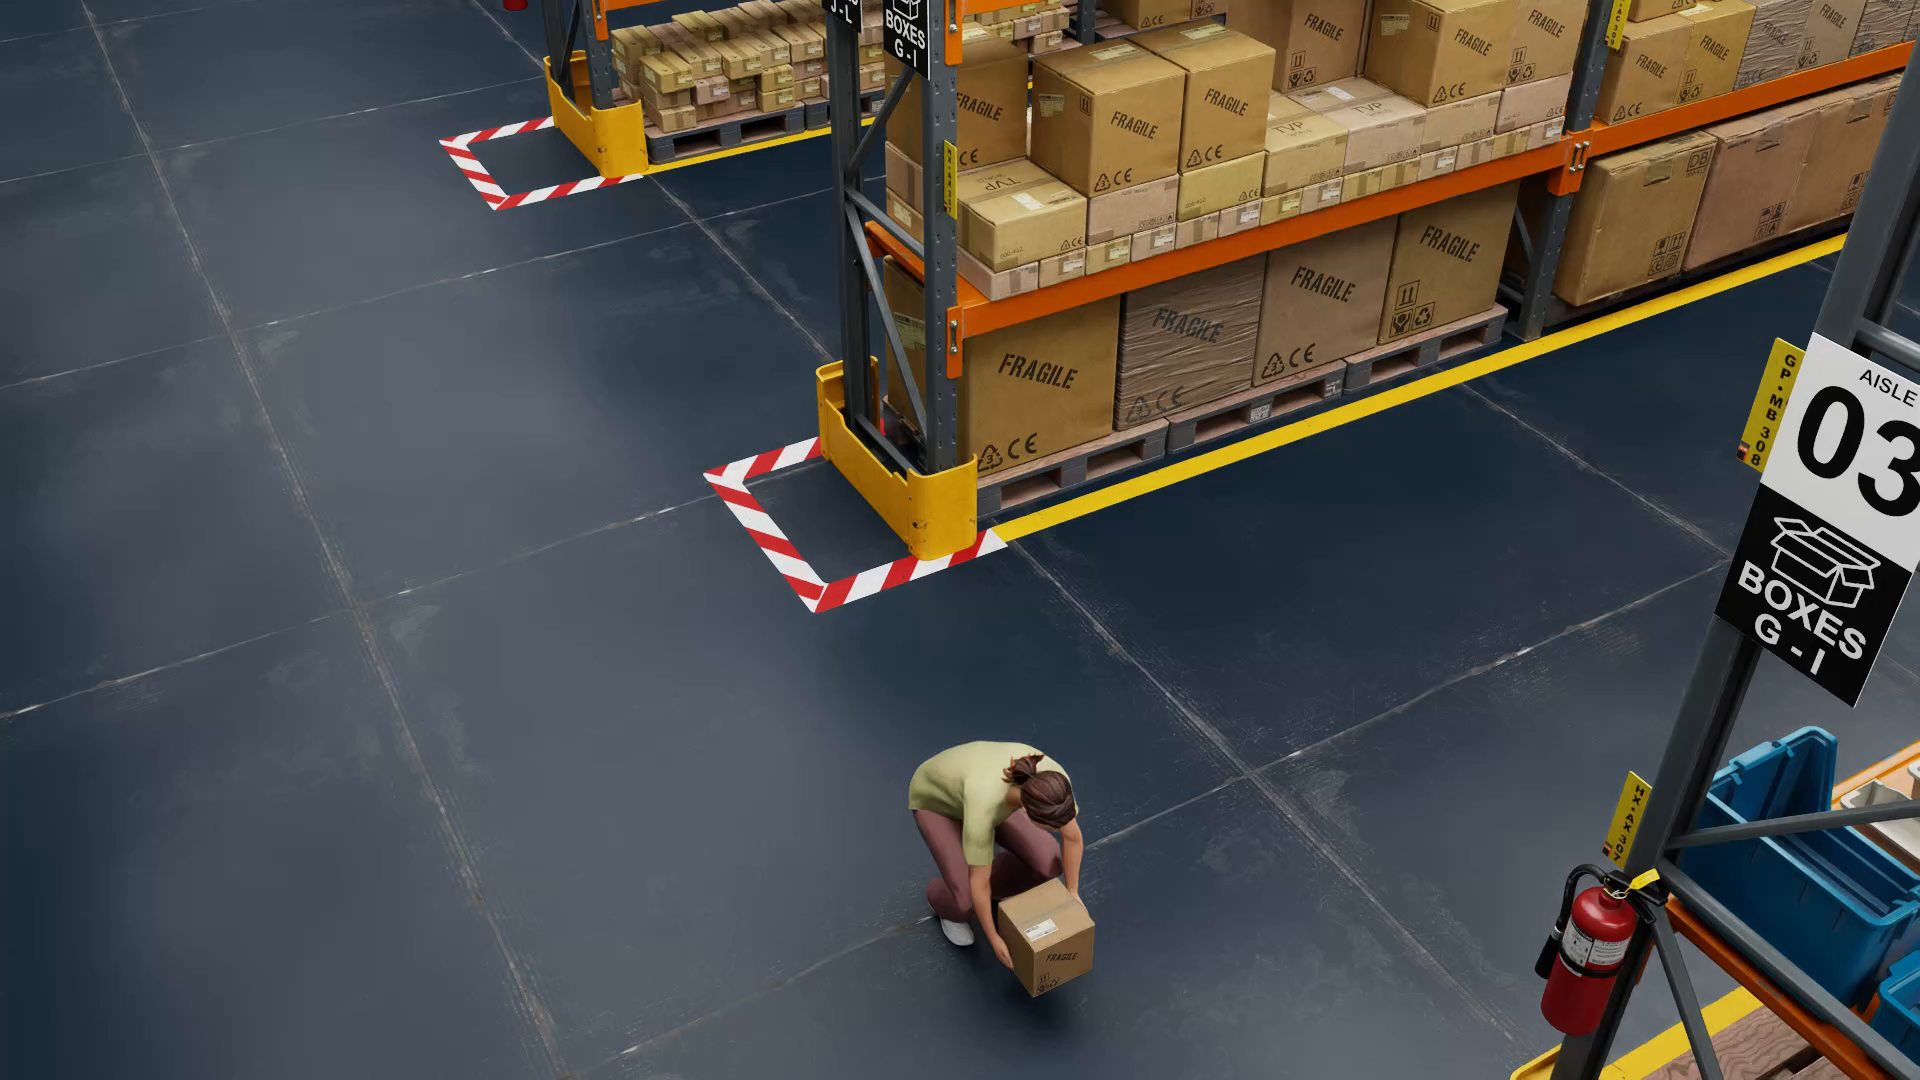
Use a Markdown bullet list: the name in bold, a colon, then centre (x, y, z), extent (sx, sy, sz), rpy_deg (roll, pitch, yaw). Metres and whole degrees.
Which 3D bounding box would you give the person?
- **person**: centre (0.140, 1.066, 6.067), extent (0.494, 1.009, 0.766), rpy_deg (-19, 41, -24)
